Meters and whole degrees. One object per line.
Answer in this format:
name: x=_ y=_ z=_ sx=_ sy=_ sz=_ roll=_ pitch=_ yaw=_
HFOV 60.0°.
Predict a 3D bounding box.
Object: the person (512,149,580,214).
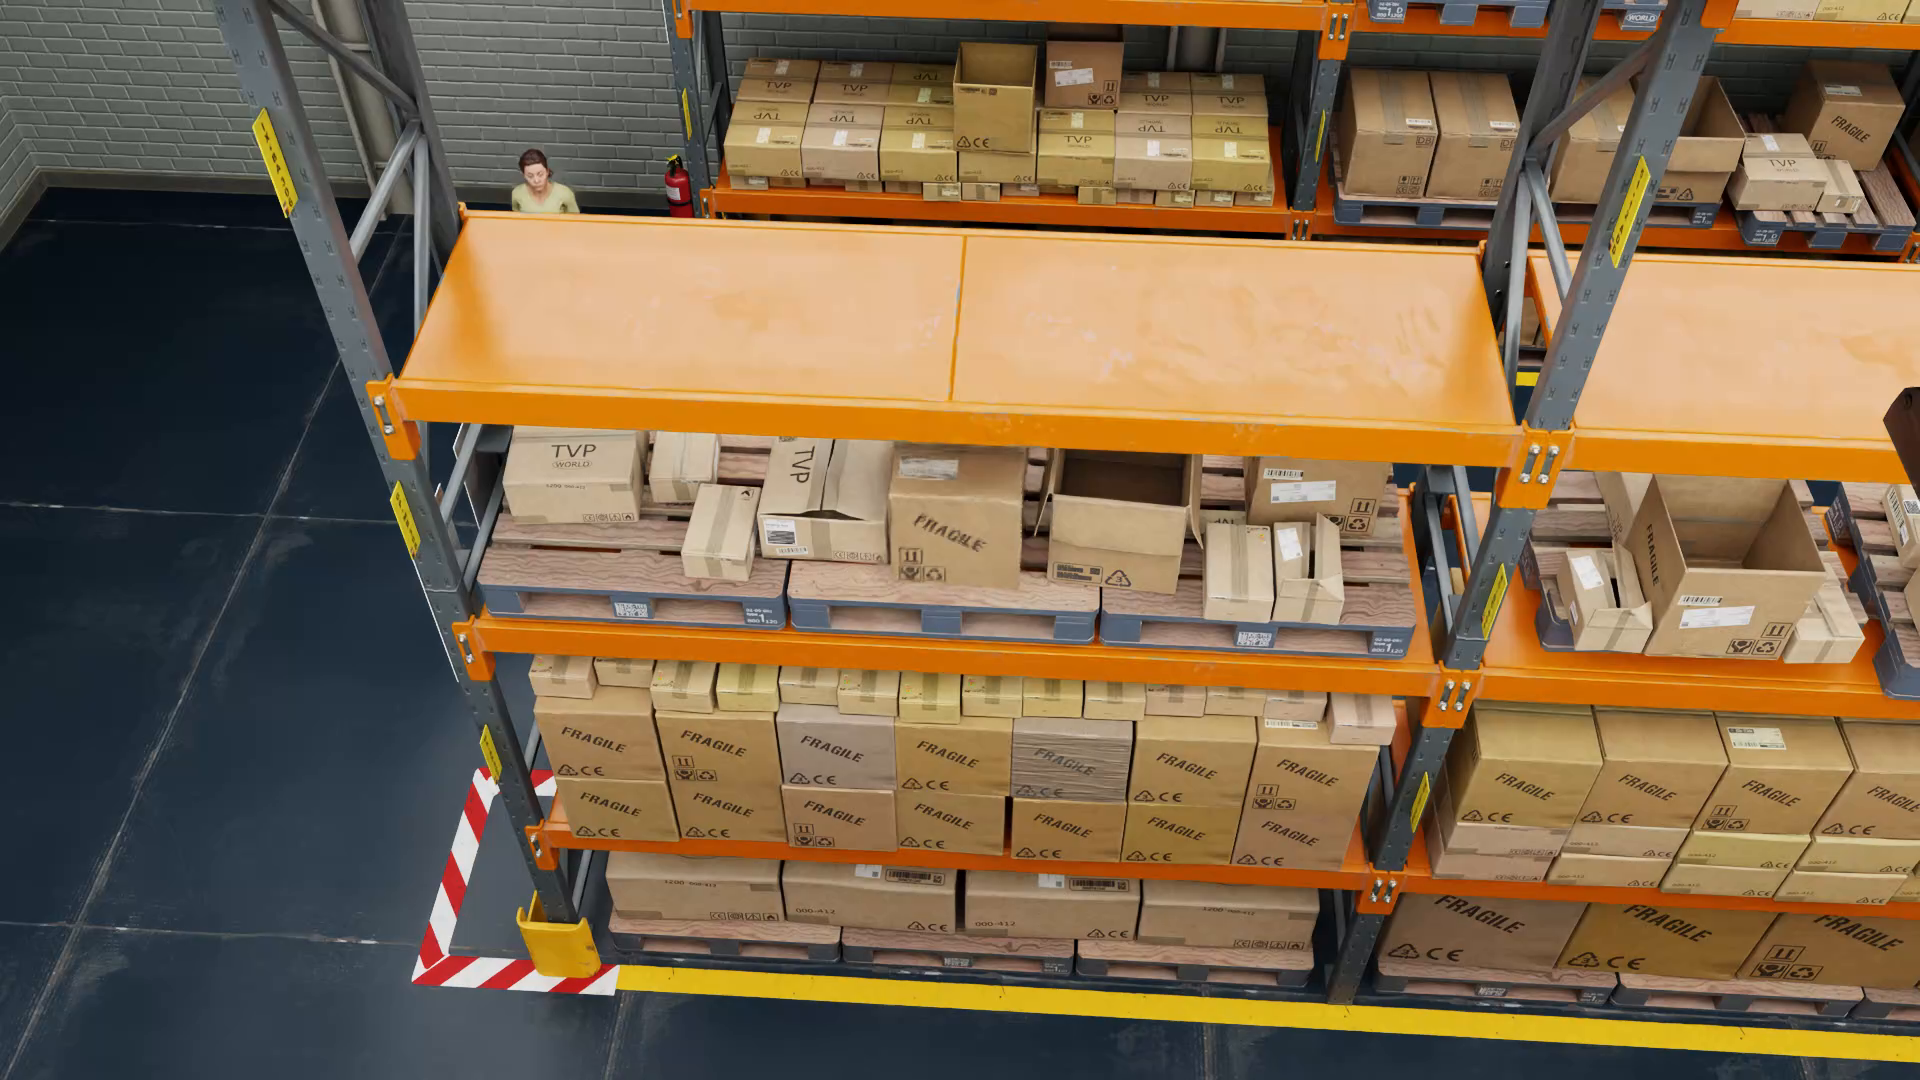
person: x=-2.778 y=-1.970 z=11.386 sx=0.454 sy=1.654 sz=0.663 roll=2 pitch=48 yaw=2
